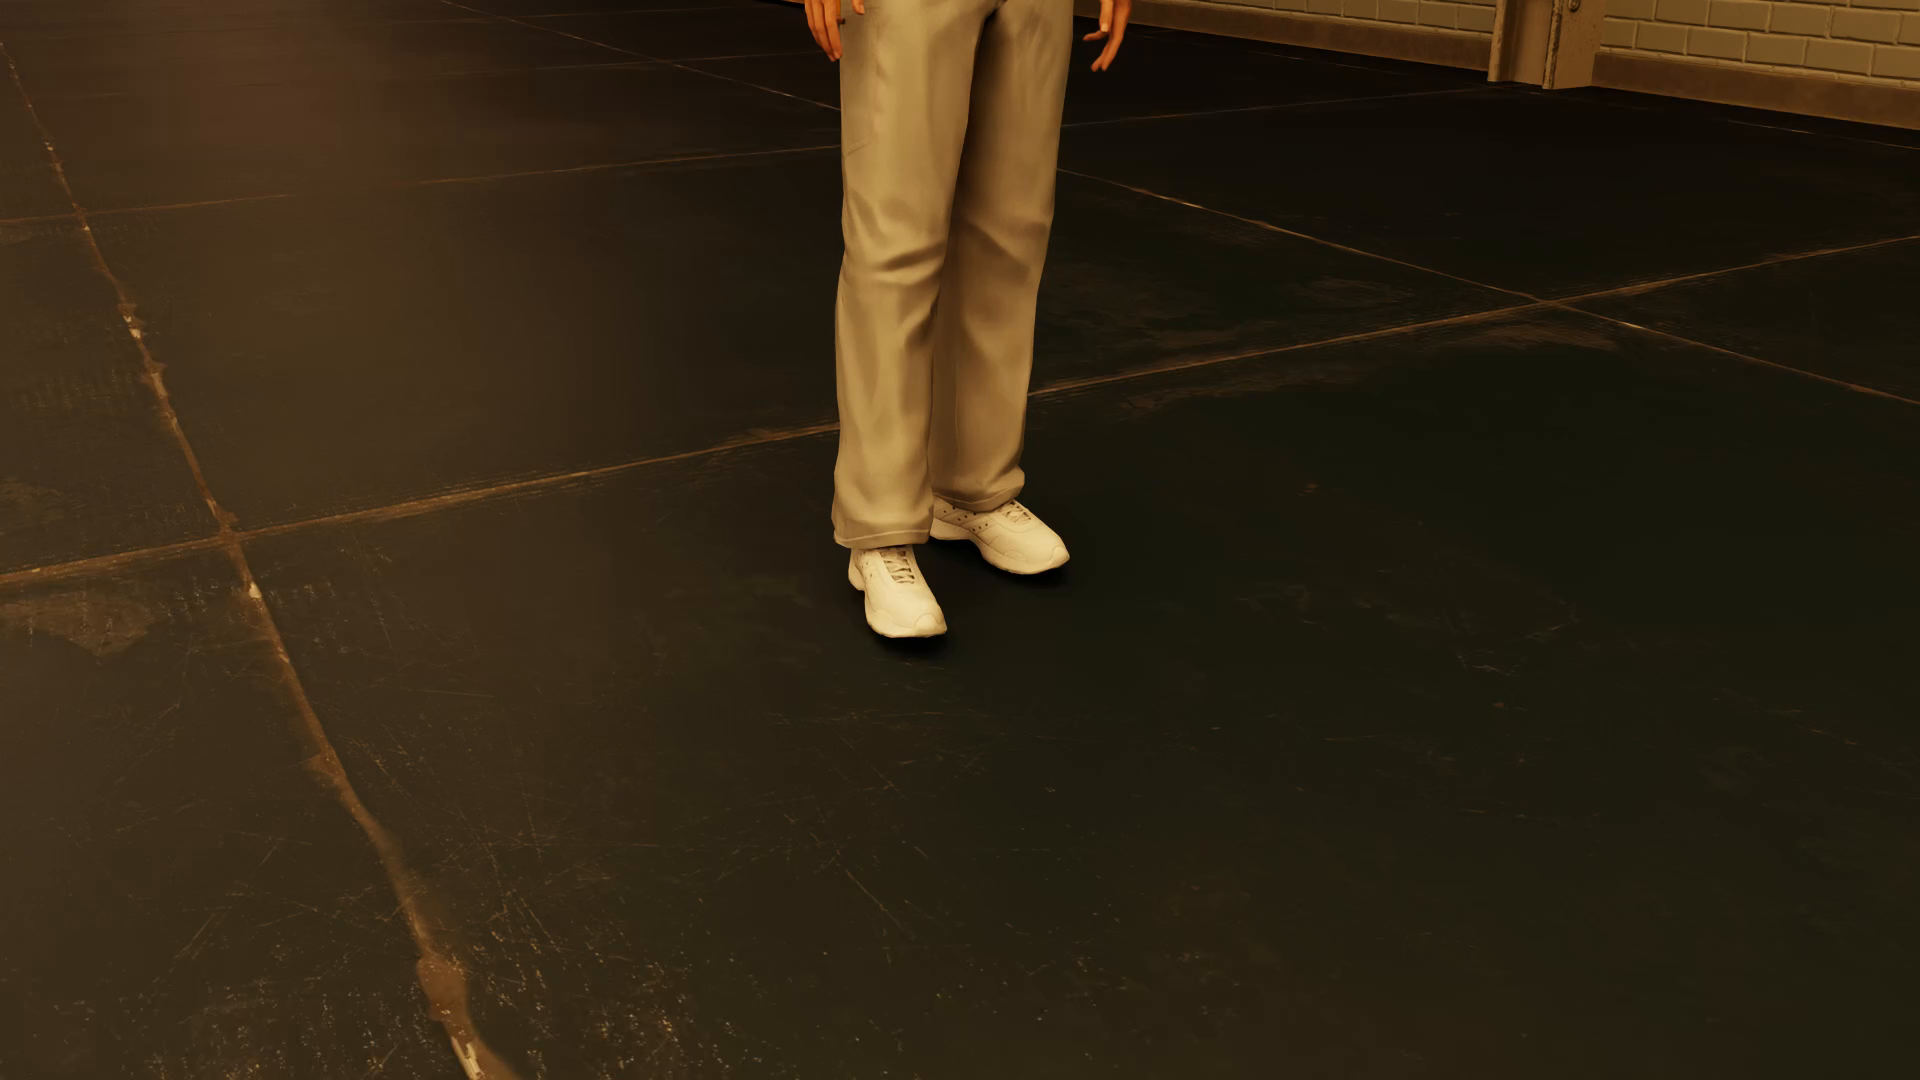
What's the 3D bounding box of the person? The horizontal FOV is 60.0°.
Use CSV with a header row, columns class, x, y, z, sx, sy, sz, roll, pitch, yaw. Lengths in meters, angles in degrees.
class,x,y,z,sx,sy,sz,roll,pitch,yaw
person,0.025,-0.755,2.248,0.549,1.673,0.548,-12,25,-28
